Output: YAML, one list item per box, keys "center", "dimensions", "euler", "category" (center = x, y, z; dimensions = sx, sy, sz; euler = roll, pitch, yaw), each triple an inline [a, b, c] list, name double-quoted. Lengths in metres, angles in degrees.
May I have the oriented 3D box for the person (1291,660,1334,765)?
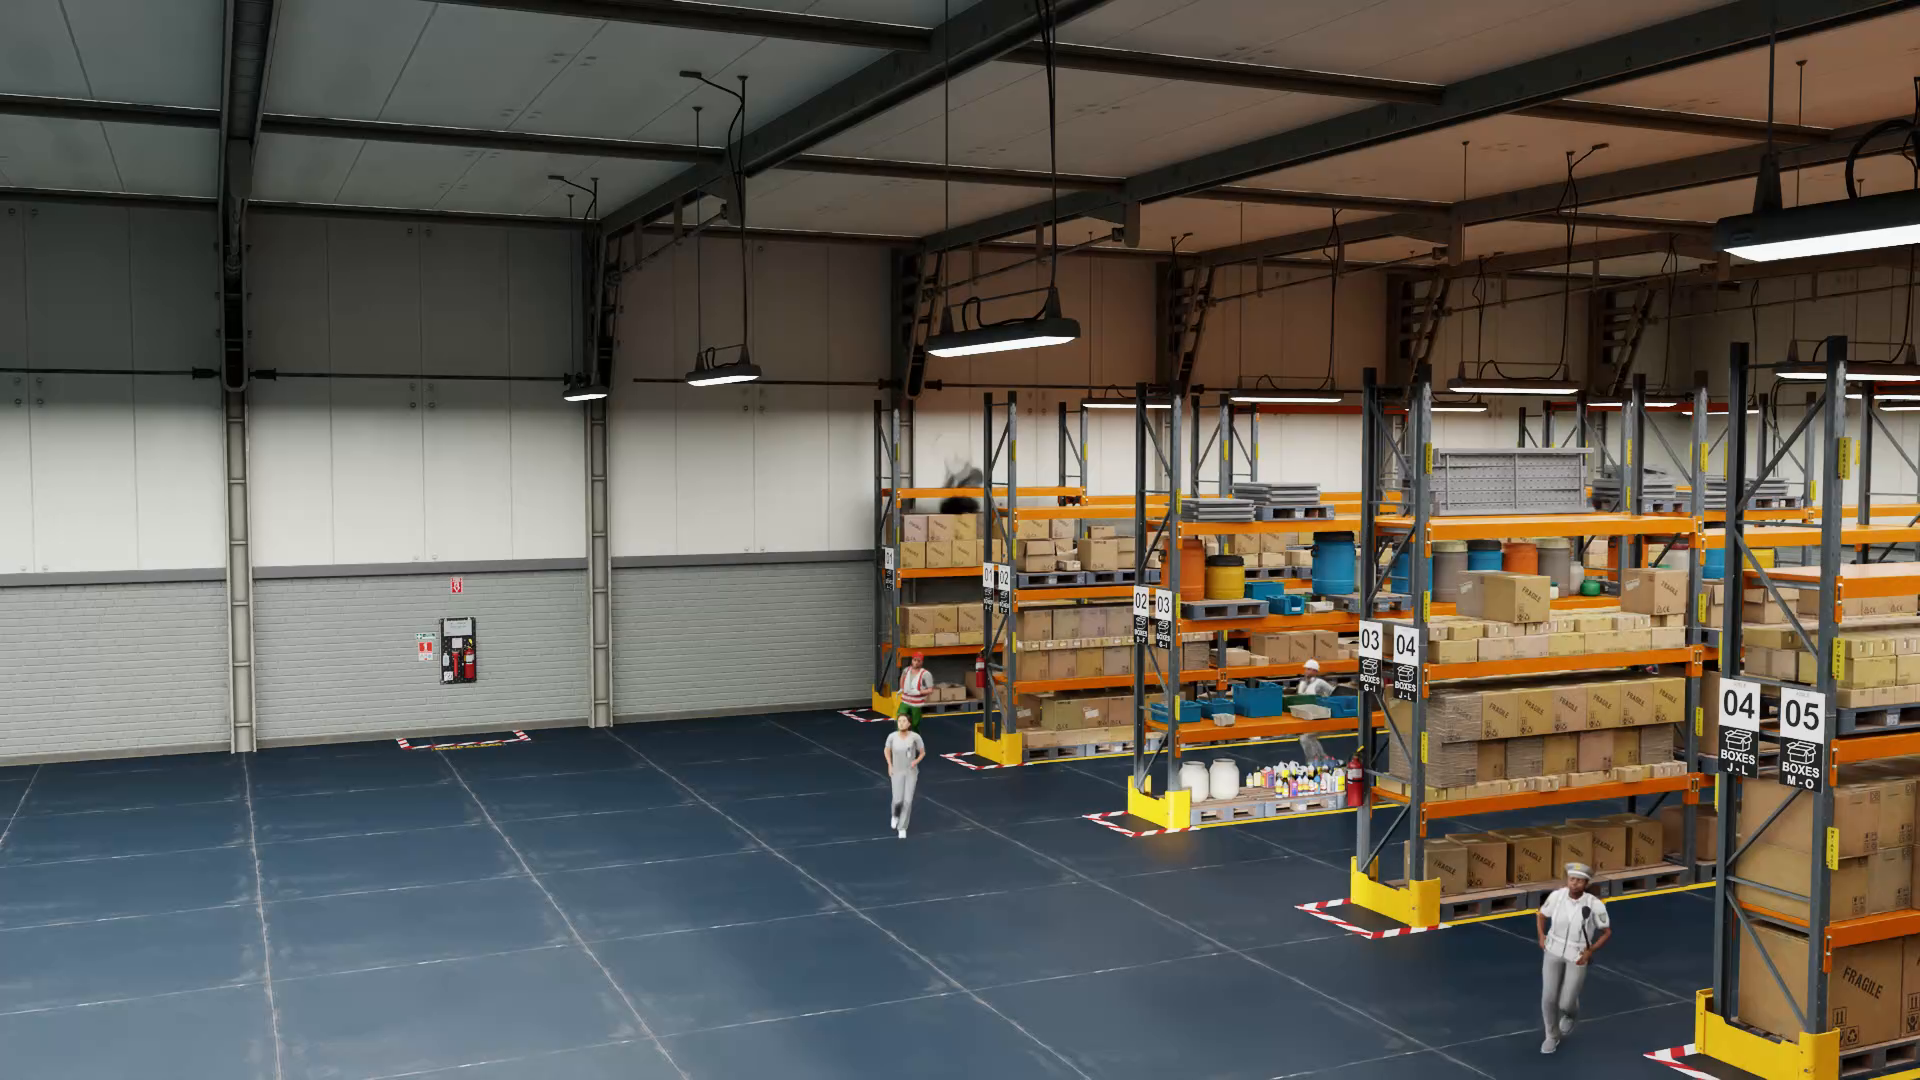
- center: [5.476, 2.781, 25.954]
  dimensions: [0.756, 1.822, 0.635]
  euler: [-2, 4, -27]
  category: "person"

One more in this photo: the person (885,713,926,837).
- center: [-0.726, 3.081, 21.830]
  dimensions: [0.555, 1.637, 0.582]
  euler: [0, 3, 2]
  category: "person"

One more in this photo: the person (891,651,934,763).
- center: [-0.737, 2.700, 27.090]
  dimensions: [0.673, 1.798, 0.875]
  euler: [1, 3, 18]
  category: "person"

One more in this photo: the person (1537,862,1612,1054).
- center: [5.193, 3.530, 14.127]
  dimensions: [0.606, 1.650, 0.579]
  euler: [2, 4, 36]
  category: "person"
